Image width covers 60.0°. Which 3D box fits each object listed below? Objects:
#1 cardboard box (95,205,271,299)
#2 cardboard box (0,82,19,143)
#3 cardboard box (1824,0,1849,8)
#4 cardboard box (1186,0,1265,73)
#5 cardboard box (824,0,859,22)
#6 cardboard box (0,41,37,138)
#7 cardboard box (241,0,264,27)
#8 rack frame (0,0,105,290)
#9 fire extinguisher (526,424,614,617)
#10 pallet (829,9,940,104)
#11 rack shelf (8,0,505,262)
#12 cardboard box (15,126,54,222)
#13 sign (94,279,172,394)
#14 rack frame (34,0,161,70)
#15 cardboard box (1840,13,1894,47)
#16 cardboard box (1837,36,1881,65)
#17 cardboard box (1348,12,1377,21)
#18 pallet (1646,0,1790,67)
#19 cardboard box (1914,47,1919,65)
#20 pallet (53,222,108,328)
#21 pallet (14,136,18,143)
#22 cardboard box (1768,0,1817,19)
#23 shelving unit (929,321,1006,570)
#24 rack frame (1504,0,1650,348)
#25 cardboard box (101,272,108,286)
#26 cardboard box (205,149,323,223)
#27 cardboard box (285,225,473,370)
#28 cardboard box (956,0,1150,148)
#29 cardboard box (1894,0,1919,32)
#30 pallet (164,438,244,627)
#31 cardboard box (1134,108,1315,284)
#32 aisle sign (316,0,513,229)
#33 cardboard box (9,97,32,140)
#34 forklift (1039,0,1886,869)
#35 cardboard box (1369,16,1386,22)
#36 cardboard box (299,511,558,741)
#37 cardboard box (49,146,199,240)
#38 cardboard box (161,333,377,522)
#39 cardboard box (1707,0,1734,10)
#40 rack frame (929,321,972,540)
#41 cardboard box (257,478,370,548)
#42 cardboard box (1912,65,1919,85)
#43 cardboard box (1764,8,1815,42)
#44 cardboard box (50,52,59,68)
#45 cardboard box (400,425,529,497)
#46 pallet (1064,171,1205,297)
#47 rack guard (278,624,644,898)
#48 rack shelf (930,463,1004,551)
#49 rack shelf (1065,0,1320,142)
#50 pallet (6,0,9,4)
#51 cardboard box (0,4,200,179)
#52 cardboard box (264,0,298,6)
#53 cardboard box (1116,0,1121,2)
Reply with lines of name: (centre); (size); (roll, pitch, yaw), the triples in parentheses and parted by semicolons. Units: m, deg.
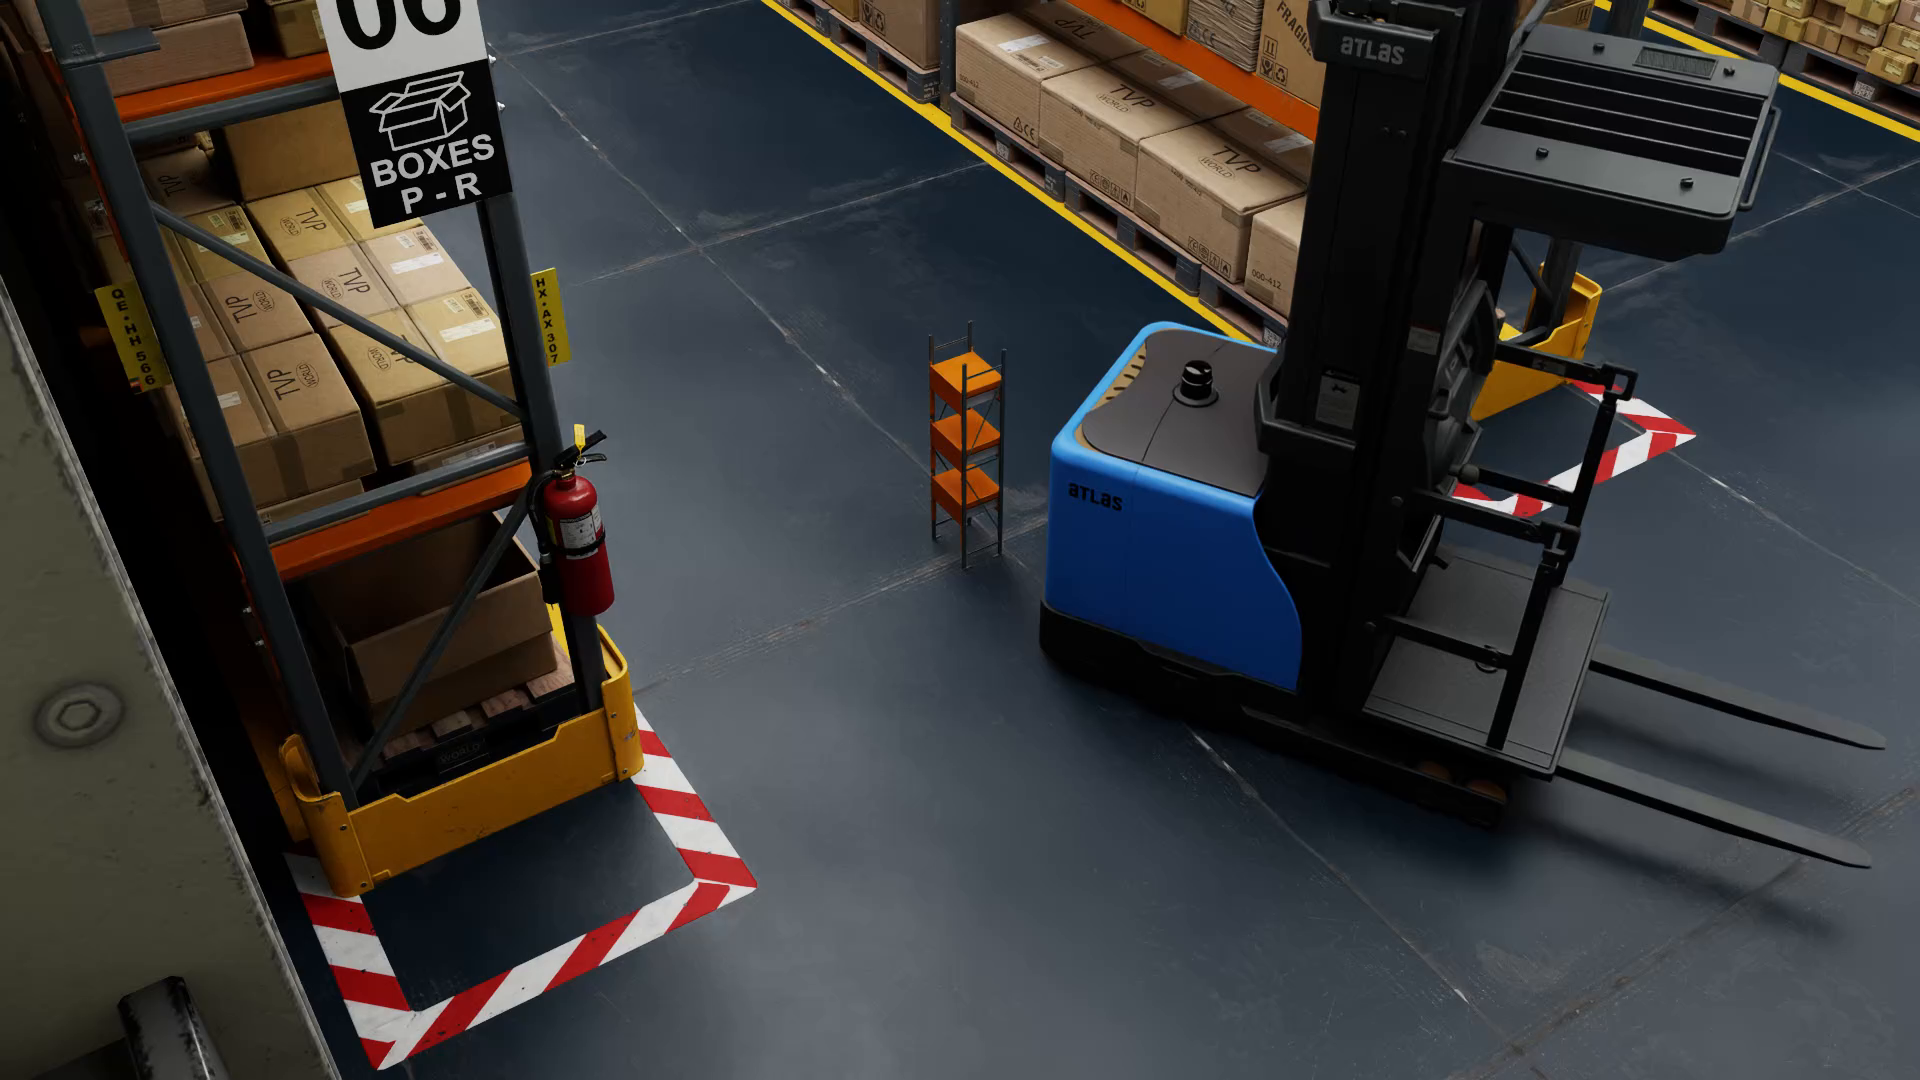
cardboard box: (-2.714, -0.910, 5.884); (0.500, 0.250, 0.500); (-21, 44, -23)
cardboard box: (-5.197, -2.513, 9.547); (0.500, 0.500, 0.500); (-24, 45, -26)
cardboard box: (5.680, -3.524, 10.570); (0.380, 0.149, 0.250); (-24, 45, -26)
cardboard box: (1.454, -2.617, 7.970); (0.500, 0.500, 0.500); (-21, 44, -23)
cardboard box: (-0.566, -4.155, 11.225); (0.875, 0.875, 0.875); (-21, 44, -23)
cardboard box: (-3.817, -2.004, 7.197); (0.500, 0.250, 0.500); (-23, 45, -25)
cardboard box: (-1.843, -1.589, 4.667); (0.380, 0.149, 0.250); (-21, 44, -24)
rack frame: (-3.856, -2.308, 7.676); (1.000, 3.000, 0.127); (-22, 45, -24)
fire extinguisher: (-1.236, -0.056, 5.325); (0.296, 0.674, 0.183); (-22, 45, -24)
pallet: (-0.151, -3.338, 11.090); (1.003, 0.211, 1.213); (-22, 45, -24)
rack shelf: (-2.780, -2.104, 5.651); (1.077, 0.370, 4.000); (-22, 45, -24)
cardboard box: (-4.628, -1.943, 8.863); (0.500, 0.500, 0.500); (-24, 45, -26)
sign: (-2.184, -0.535, 4.397); (0.100, 0.325, 0.005); (-22, 45, -24)
rack frame: (-1.705, -2.454, 3.165); (1.000, 3.000, 0.127); (-22, 45, -24)
cardboard box: (5.792, -3.265, 10.491); (0.380, 0.149, 0.250); (-24, 45, -26)
cardboard box: (5.845, -3.172, 10.613); (0.380, 0.149, 0.250); (-22, 45, -25)
cardboard box: (1.996, -2.067, 7.309); (0.500, 0.500, 0.500); (-22, 45, -24)
pallet: (5.498, -3.696, 11.521); (1.003, 0.211, 1.213); (-22, 45, -24)
cardboard box: (6.073, -2.985, 10.155); (0.380, 0.149, 0.250); (-23, 45, -25)
pallet: (-4.325, -1.662, 9.080); (1.003, 0.211, 1.213); (-22, 45, -24)
pallet: (-5.637, -2.979, 10.661); (1.003, 0.211, 1.213); (-22, 45, -24)
cardboard box: (5.503, -3.540, 10.821); (0.380, 0.149, 0.250); (-22, 44, -24)
shelving unit: (0.029, -0.374, 6.879); (0.215, 1.050, 0.252); (-22, 45, -24)
rack frame: (2.478, -1.859, 7.138); (1.000, 3.000, 0.127); (-22, 45, -24)
cardboard box: (-2.981, -0.953, 6.246); (0.380, 0.149, 0.250); (-22, 45, -25)
cardboard box: (-2.561, -1.356, 6.419); (0.500, 0.250, 0.500); (-23, 45, -25)
cardboard box: (-1.993, -0.815, 5.770); (0.500, 0.250, 0.500); (-22, 44, -24)
cardboard box: (0.575, -2.820, 9.964); (0.875, 0.438, 0.875); (-23, 45, -25)
cardboard box: (6.012, -3.266, 10.261); (0.380, 0.149, 0.250); (-21, 44, -24)
pallet: (-2.827, -0.206, 7.333); (1.003, 0.211, 1.213); (-22, 45, -24)
cardboard box: (1.540, -1.849, 8.800); (0.875, 0.438, 0.875); (-21, 44, -23)
aisle sign: (-1.421, -1.212, 4.330); (0.394, 0.787, 0.004); (-22, 45, -24)
cardboard box: (-4.741, -2.255, 8.731); (0.380, 0.149, 0.250); (-24, 46, -26)
forklift: (1.865, -0.488, 5.547); (3.031, 2.935, 1.130); (18, 43, 21)
cardboard box: (2.018, -2.460, 7.000); (0.500, 0.500, 0.500); (-21, 44, -23)
cardboard box: (-1.954, 0.286, 6.185); (0.797, 0.503, 0.637); (-24, 45, -26)
cardboard box: (-3.266, -1.457, 6.540); (0.500, 0.250, 0.500); (-21, 44, -23)
cardboard box: (-2.176, -0.362, 5.227); (0.500, 0.250, 0.500); (-21, 44, -23)
cardboard box: (5.309, -3.734, 11.287); (0.380, 0.149, 0.250); (-21, 44, -23)
rack frame: (-0.037, -0.440, 6.958); (0.200, 1.050, 0.008); (-22, 45, -24)
cardboard box: (-2.109, -0.139, 5.270); (0.380, 0.149, 0.250); (-23, 45, -25)
cardboard box: (6.139, -2.896, 10.281); (0.380, 0.149, 0.250); (-21, 44, -24)
cardboard box: (5.512, -3.417, 10.907); (0.380, 0.149, 0.250); (-24, 46, -26)
cardboard box: (-2.266, -1.419, 4.463); (0.380, 0.149, 0.250); (-21, 44, -24)
cardboard box: (-1.650, -0.324, 5.492); (0.380, 0.149, 0.250); (-23, 45, -25)
pallet: (1.330, -1.851, 9.306); (1.003, 0.211, 1.213); (-22, 45, -24)
rack guard: (-1.746, 0.770, 5.935); (1.175, 0.500, 0.348); (-22, 45, -24)
rack shelf: (0.029, -0.153, 7.064); (0.215, 0.259, 0.240); (-22, 45, -24)
rack shelf: (1.403, -2.662, 8.664); (1.077, 0.370, 4.000); (-22, 45, -24)
pallet: (-4.193, -2.703, 8.300); (1.003, 0.211, 1.213); (-22, 45, -24)
cardboard box: (-3.279, -1.757, 6.315); (0.500, 0.500, 0.500); (-23, 45, -26)
cardboard box: (-1.713, -1.691, 4.478); (0.500, 0.250, 0.500); (-23, 45, -25)
cardboard box: (0.888, -3.170, 8.633); (0.500, 0.500, 0.500); (-22, 45, -24)
